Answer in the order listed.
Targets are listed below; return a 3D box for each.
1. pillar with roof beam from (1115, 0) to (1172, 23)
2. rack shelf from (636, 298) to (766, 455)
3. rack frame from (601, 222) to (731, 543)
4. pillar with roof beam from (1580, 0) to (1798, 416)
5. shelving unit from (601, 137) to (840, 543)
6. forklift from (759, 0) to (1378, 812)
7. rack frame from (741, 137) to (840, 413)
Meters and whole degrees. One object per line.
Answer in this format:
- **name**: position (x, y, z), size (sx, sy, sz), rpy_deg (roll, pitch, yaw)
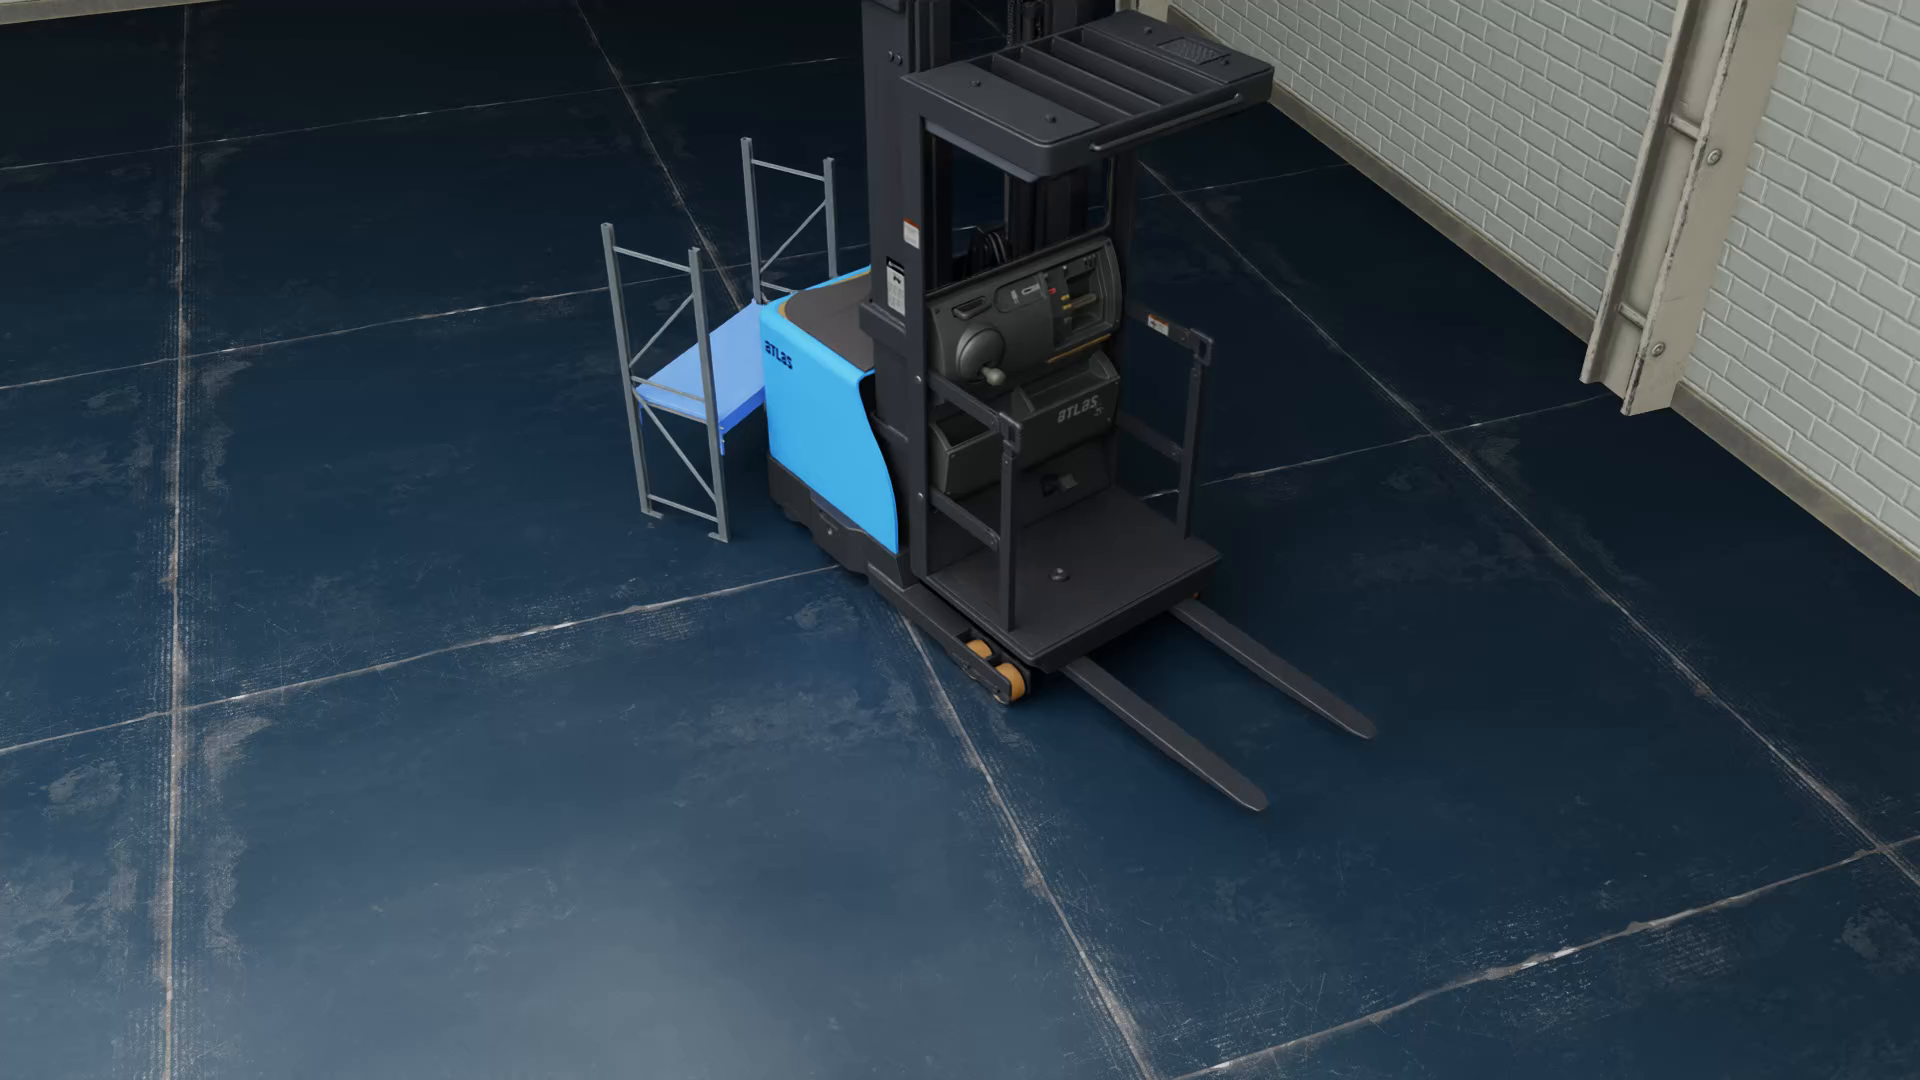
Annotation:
- **pillar with roof beam**: position (-2.584, -6.877, 9.400), size (9.100, 9.000, 0.400), rpy_deg (-12, 39, -16)
- **rack shelf**: position (-1.044, -0.789, 7.850), size (0.538, 0.185, 1.000), rpy_deg (19, 41, 23)
- **rack frame**: position (-1.293, -0.666, 7.387), size (0.500, 1.500, 0.032), rpy_deg (19, 41, 23)
- **pillar with roof beam**: position (-0.519, -3.487, 4.900), size (9.100, 9.000, 0.400), rpy_deg (-12, 39, -16)
- **shelving unit**: position (-1.044, -0.932, 7.741), size (0.538, 1.500, 1.048), rpy_deg (19, 41, 23)
- **forklift**: position (0.406, -0.839, 6.427), size (1.130, 2.935, 3.031), rpy_deg (-26, 44, -30)
- **rack frame**: position (-0.795, -1.199, 8.095), size (0.500, 1.500, 0.032), rpy_deg (19, 41, 23)
